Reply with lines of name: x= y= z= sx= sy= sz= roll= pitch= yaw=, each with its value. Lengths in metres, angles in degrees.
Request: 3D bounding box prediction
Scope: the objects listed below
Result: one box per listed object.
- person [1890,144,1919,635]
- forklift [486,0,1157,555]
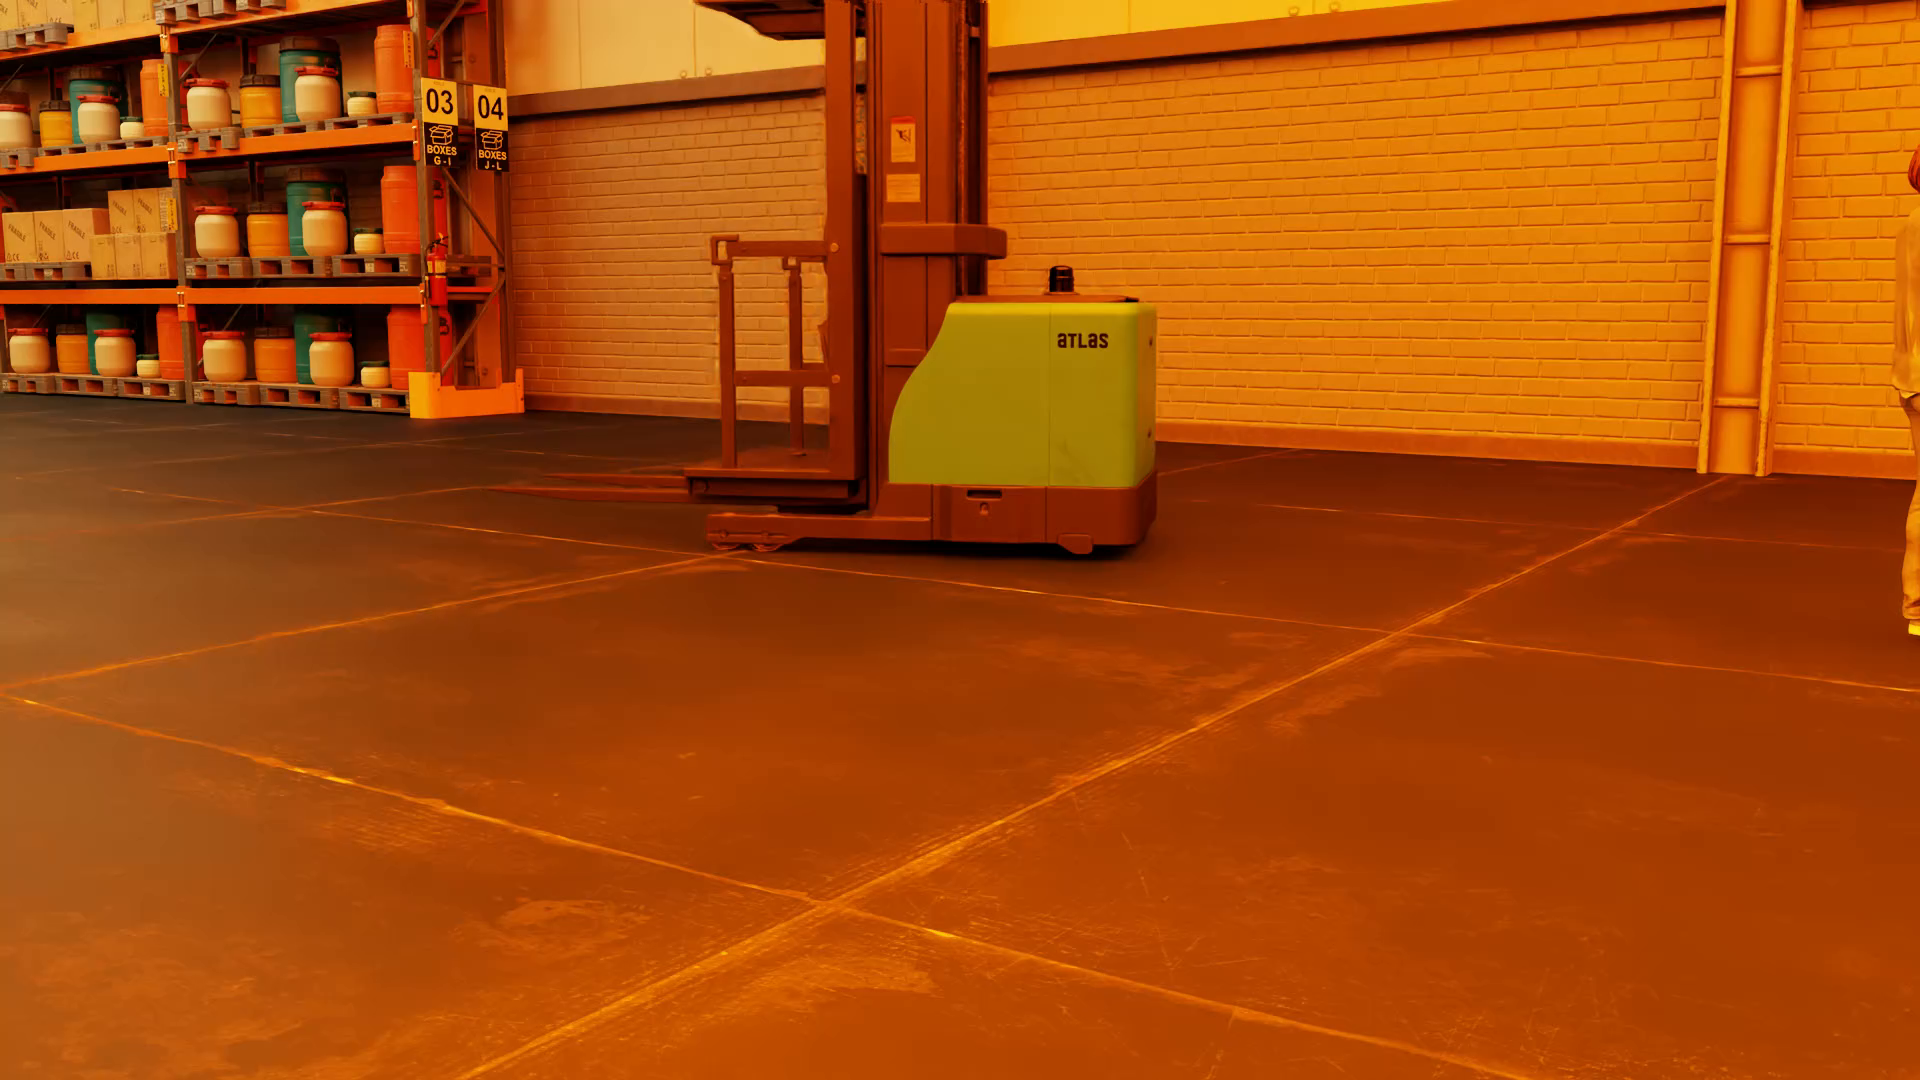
person: x=3.164 y=-0.424 z=5.189 sx=0.475 sy=1.504 sz=0.520 roll=2 pitch=8 yaw=14
forklift: x=-0.645 y=-1.470 z=7.530 sx=3.031 sy=2.935 sz=1.130 roll=2 pitch=8 yaw=12
